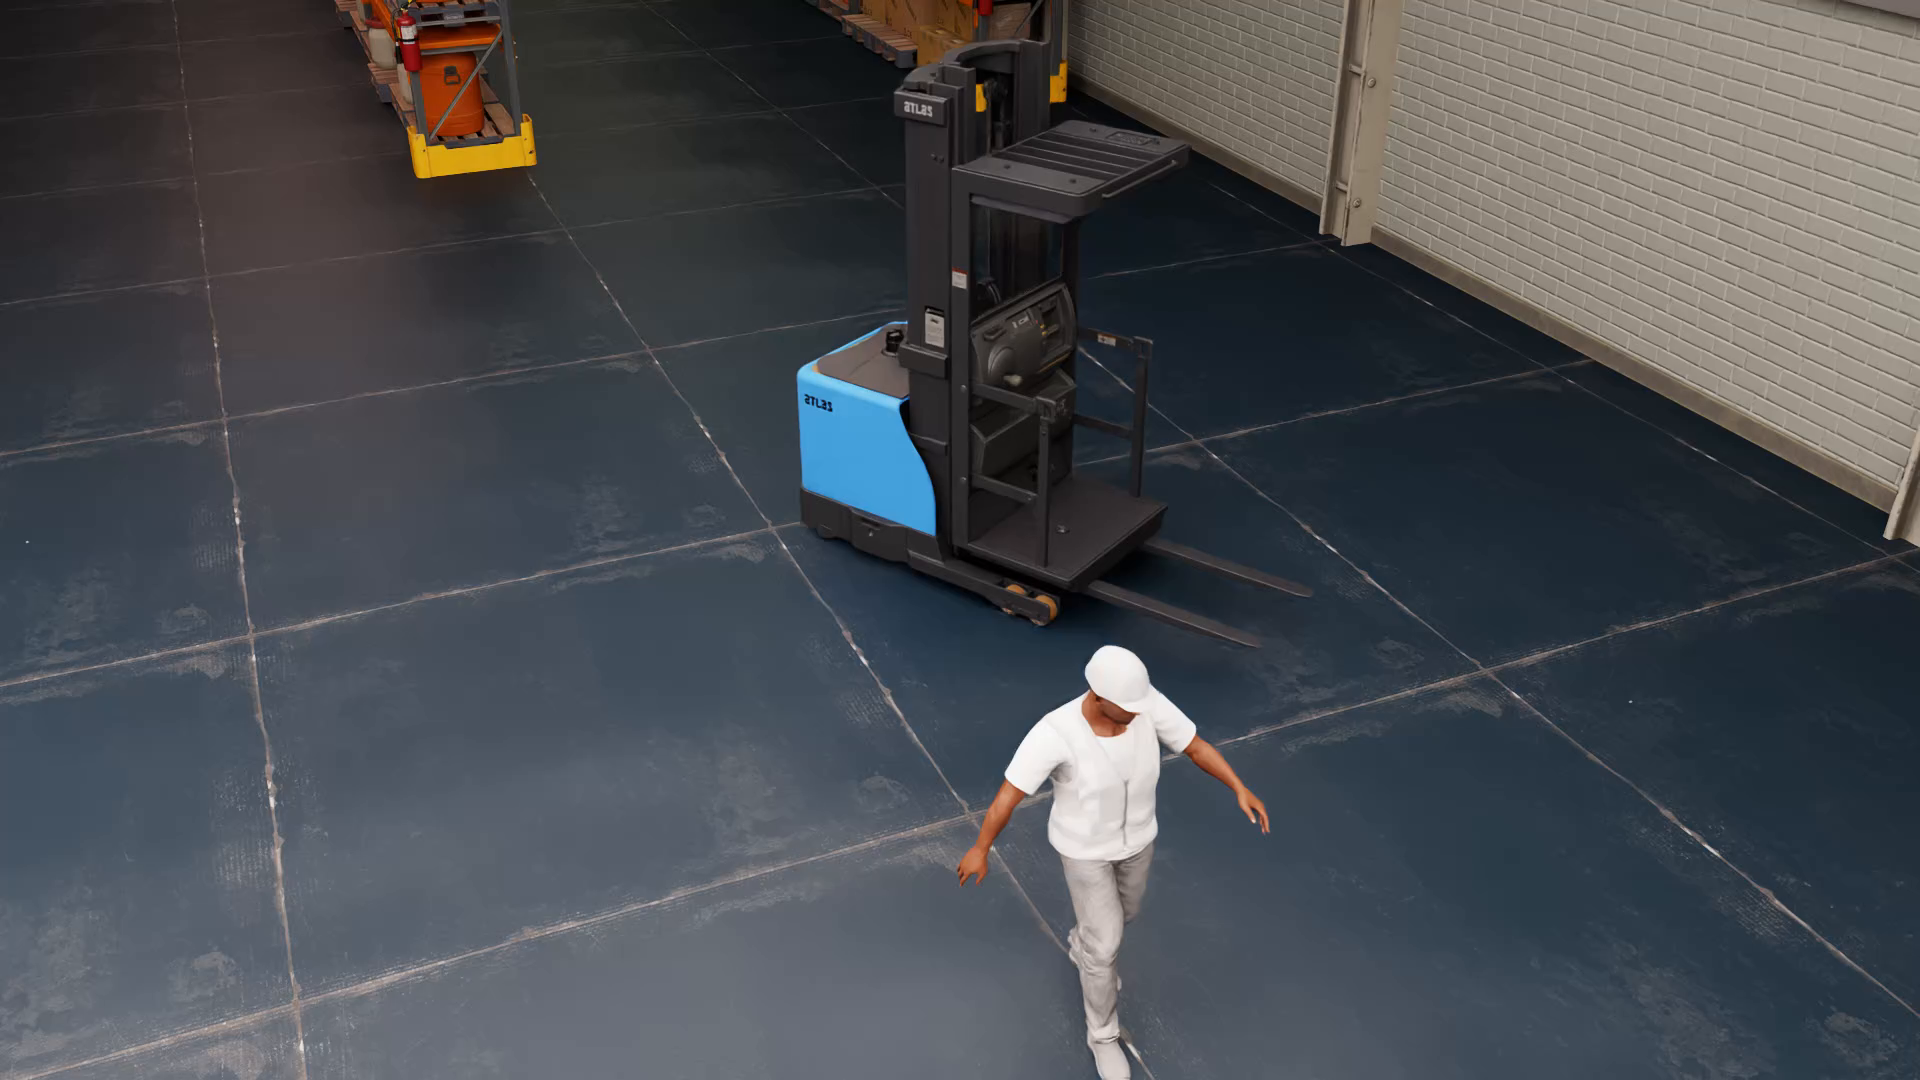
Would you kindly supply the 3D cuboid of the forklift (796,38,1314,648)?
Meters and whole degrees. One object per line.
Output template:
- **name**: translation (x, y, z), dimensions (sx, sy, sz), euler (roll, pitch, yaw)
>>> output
- **forklift**: translation (0.523, -1.096, 9.037), dimensions (3.031, 2.935, 1.130), euler (20, 35, 31)

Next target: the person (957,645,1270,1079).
- **person**: translation (0.551, 1.179, 6.279), dimensions (1.033, 1.749, 0.738), euler (-16, 33, -25)
